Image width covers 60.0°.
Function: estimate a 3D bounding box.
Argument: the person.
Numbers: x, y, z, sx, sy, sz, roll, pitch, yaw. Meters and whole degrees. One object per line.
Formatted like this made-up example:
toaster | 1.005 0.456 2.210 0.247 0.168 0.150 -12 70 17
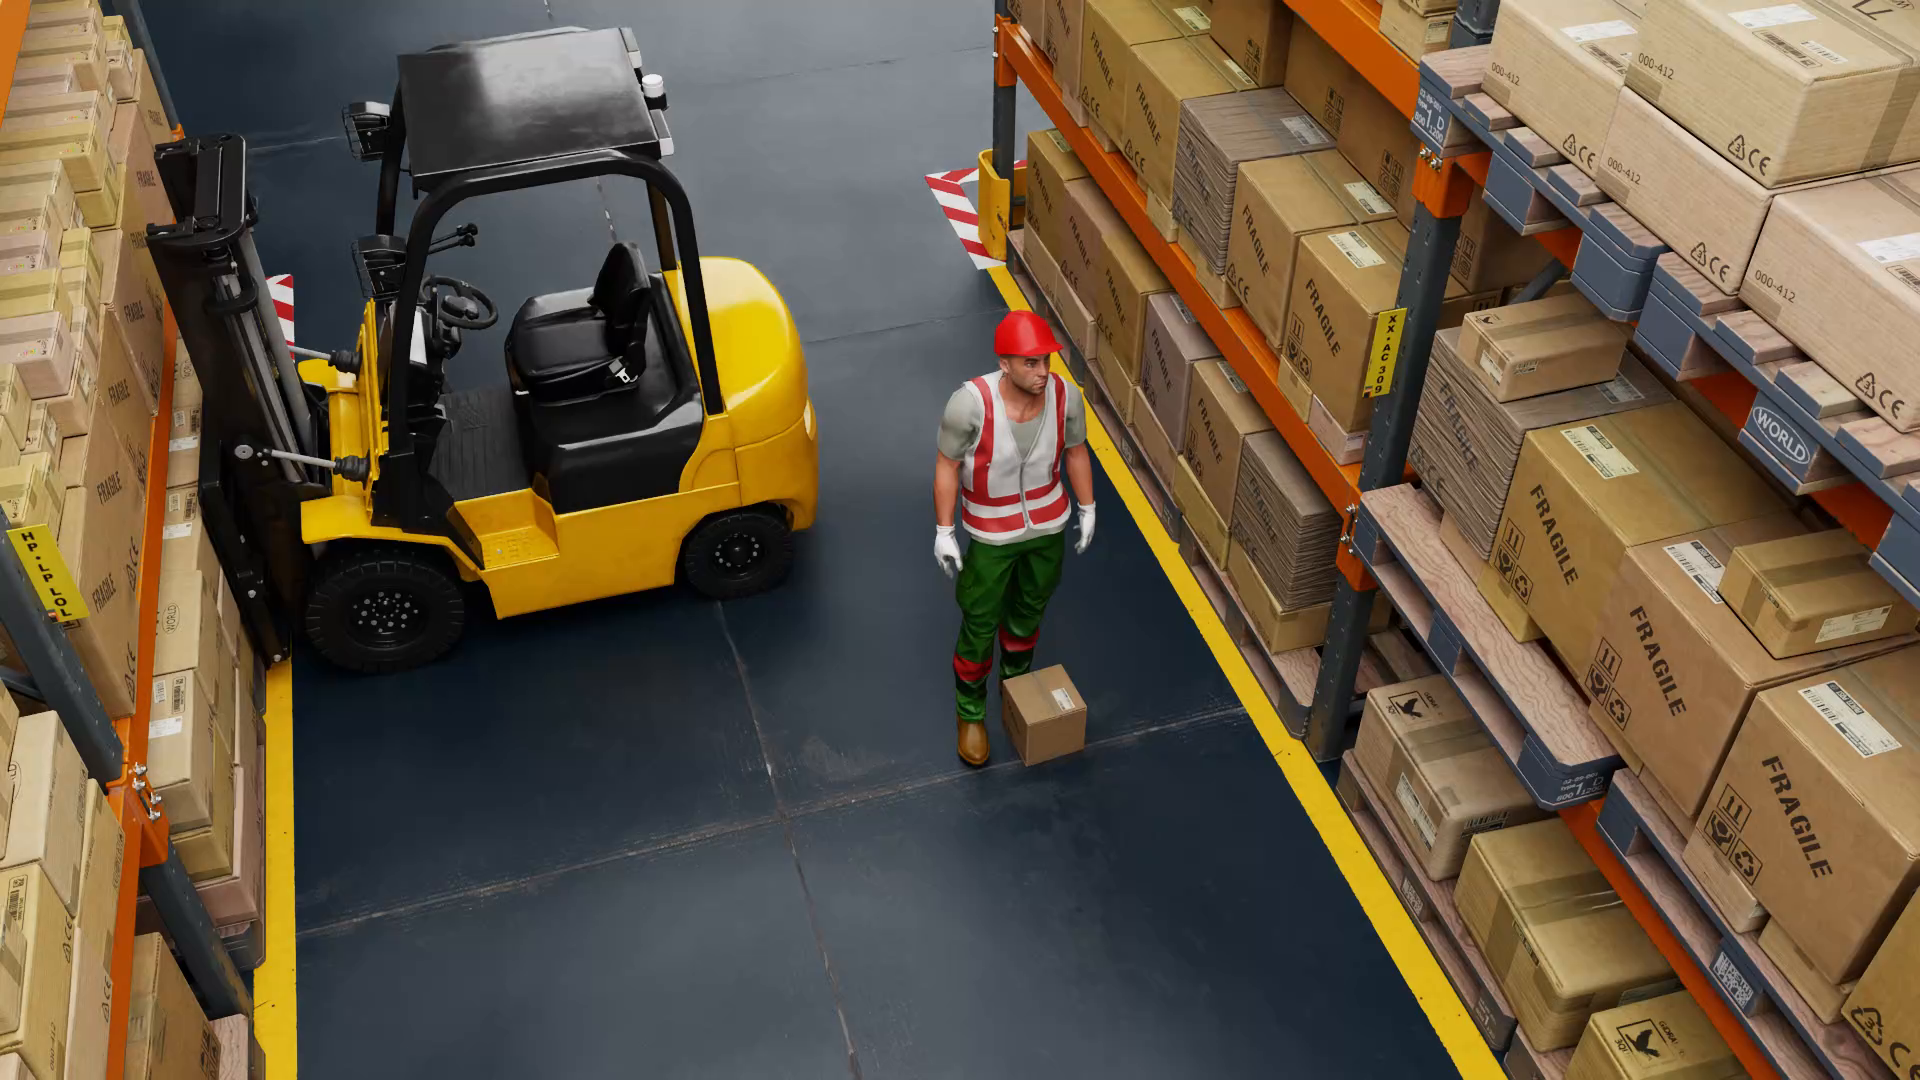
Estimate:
person | 0.225 -0.001 6.129 0.638 1.790 0.559 -13 43 -14
